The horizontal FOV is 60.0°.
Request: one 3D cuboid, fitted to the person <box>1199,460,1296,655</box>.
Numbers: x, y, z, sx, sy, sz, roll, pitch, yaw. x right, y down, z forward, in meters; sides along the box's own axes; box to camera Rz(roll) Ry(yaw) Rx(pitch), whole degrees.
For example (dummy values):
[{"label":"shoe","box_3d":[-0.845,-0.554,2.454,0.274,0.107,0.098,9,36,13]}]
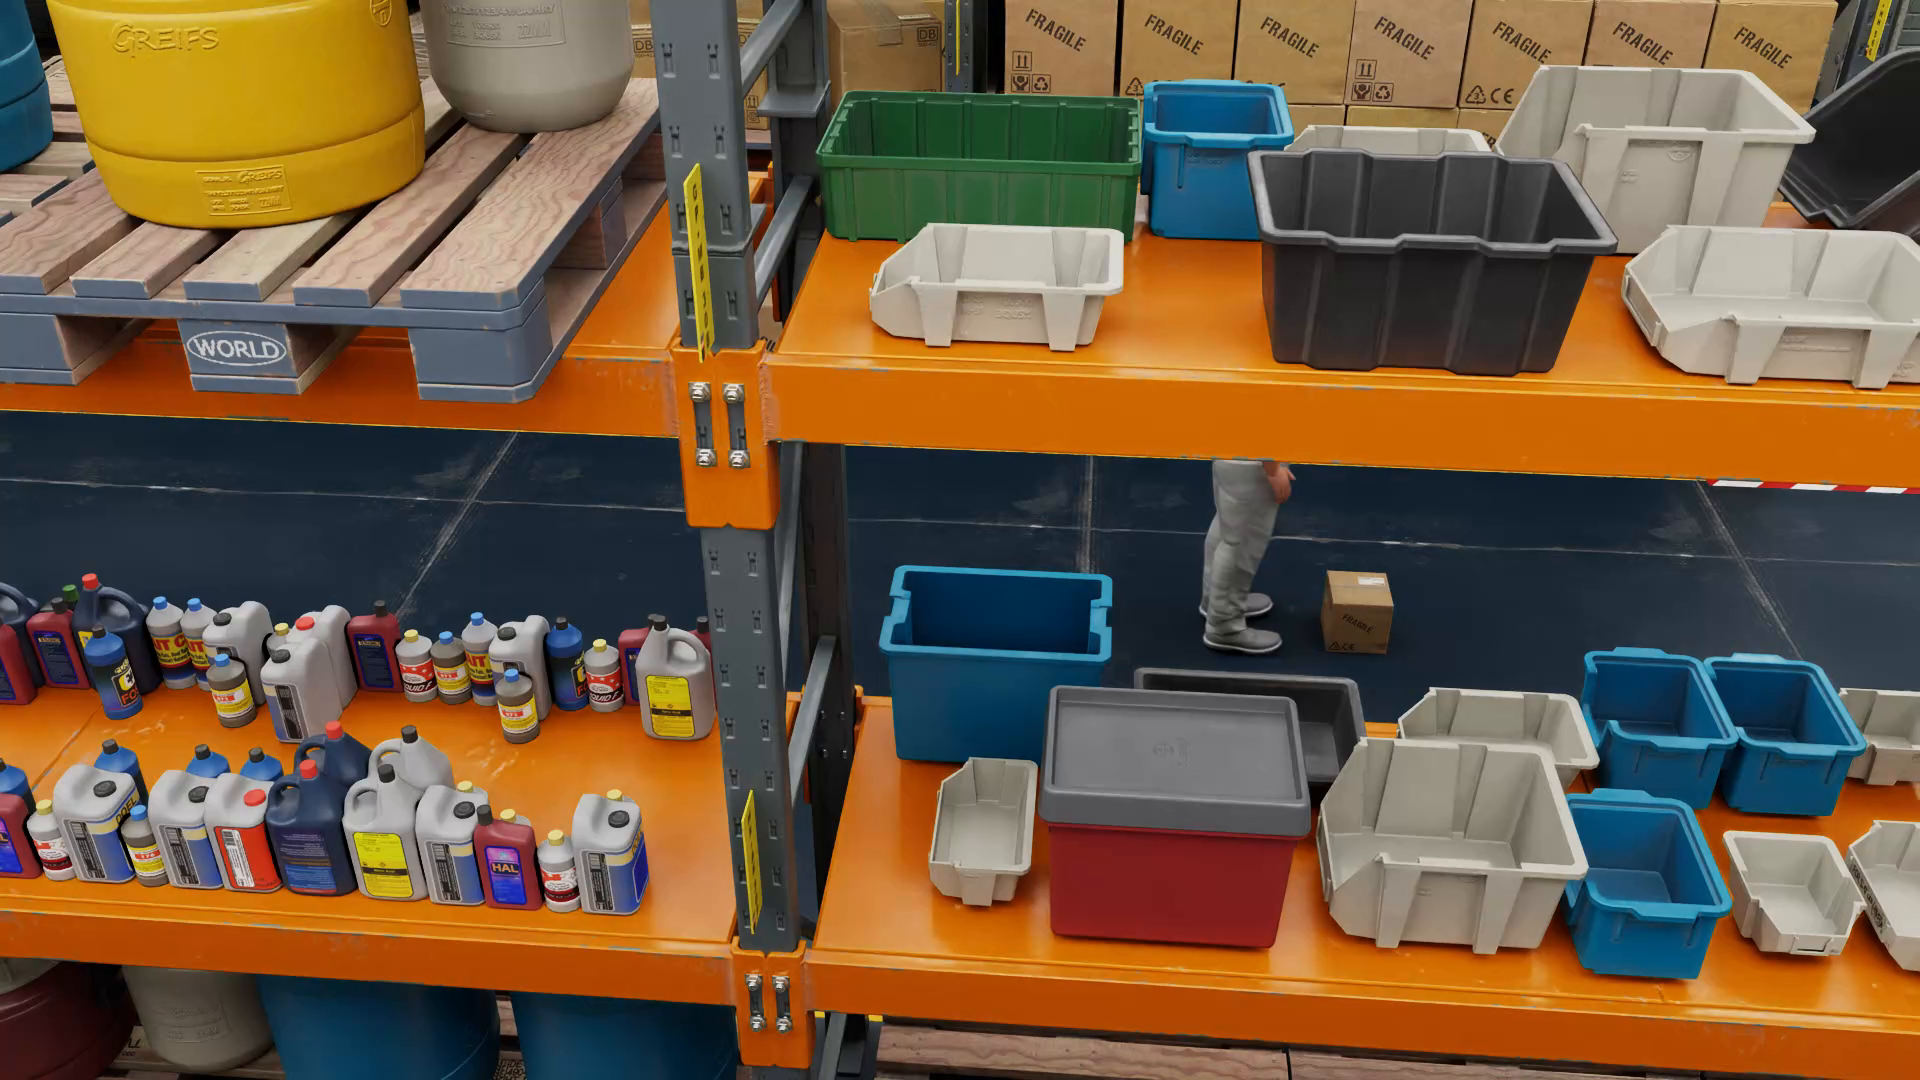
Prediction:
[{"label":"person","box_3d":[1.175,-0.387,6.693,0.392,1.773,0.532,0,32,0]}]
